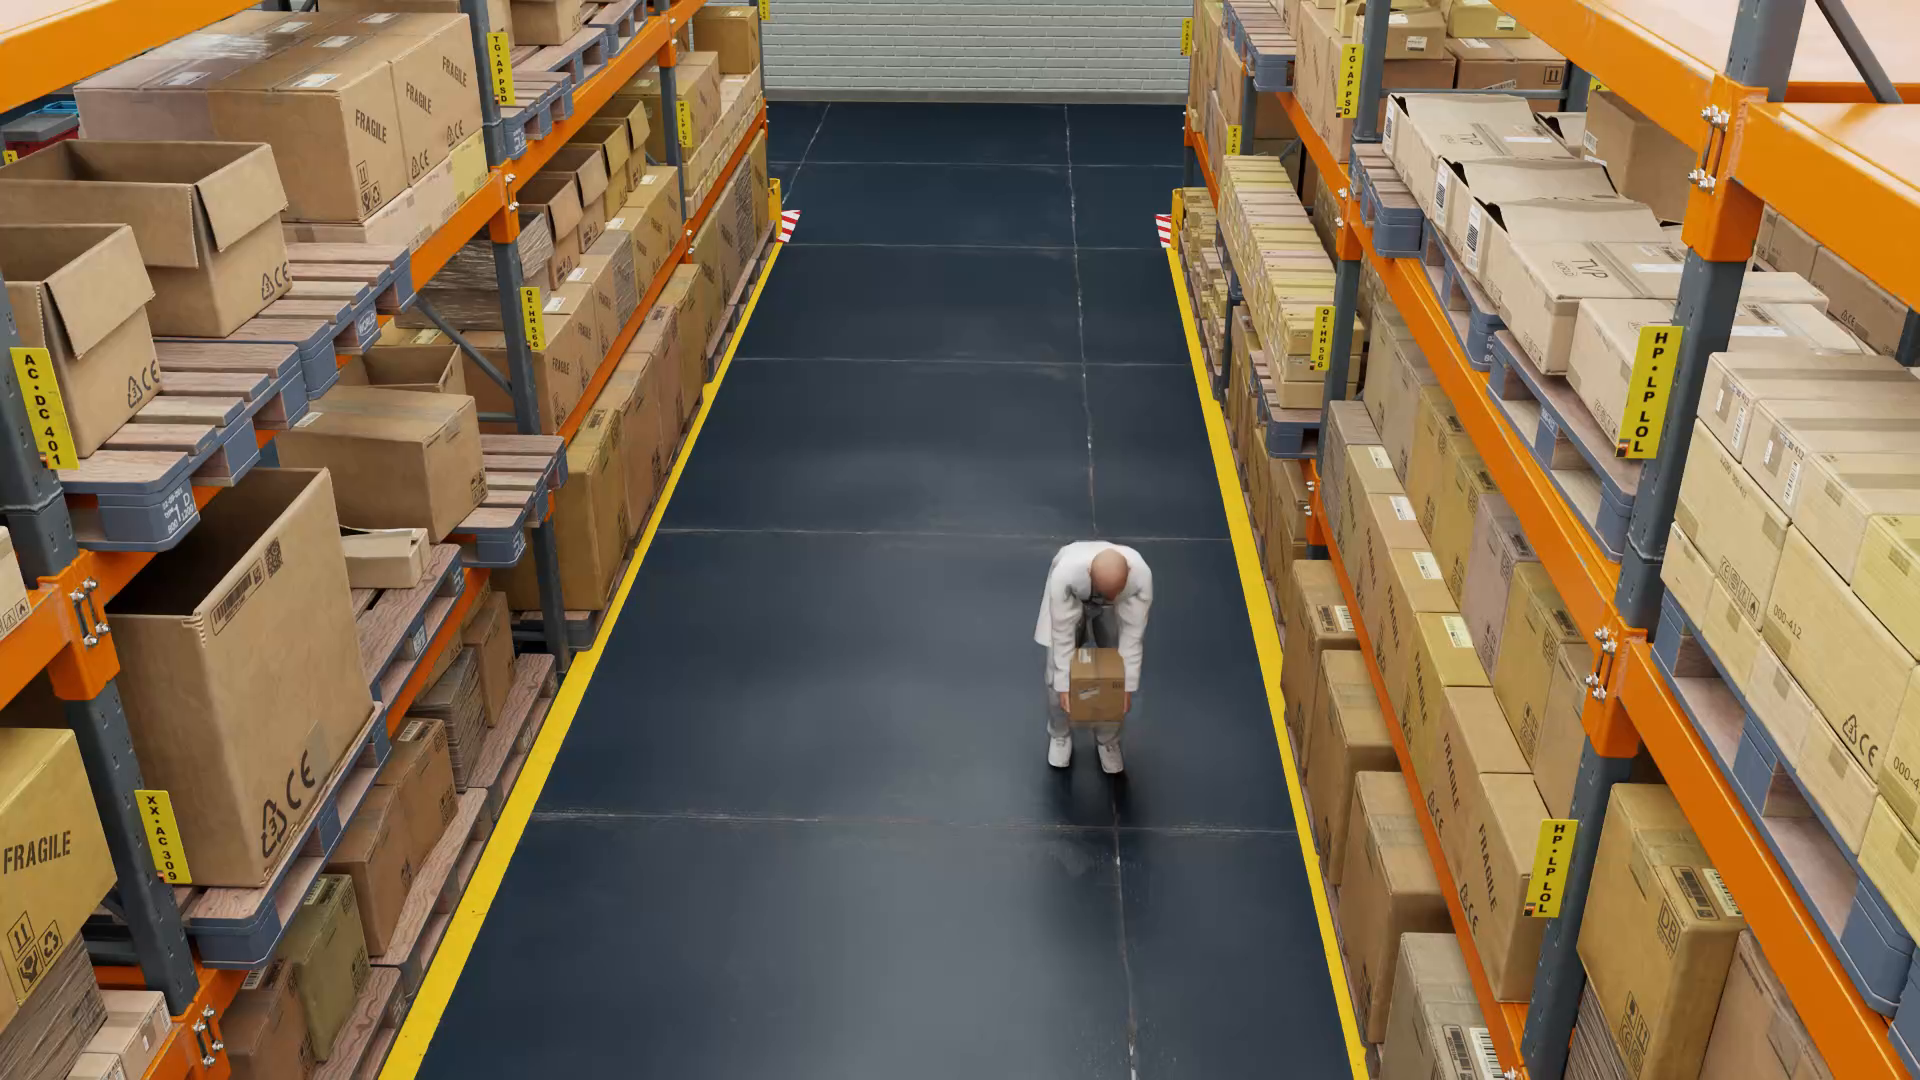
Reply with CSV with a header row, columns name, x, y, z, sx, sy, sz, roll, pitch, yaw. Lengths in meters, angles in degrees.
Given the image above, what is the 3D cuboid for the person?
name,x,y,z,sx,sy,sz,roll,pitch,yaw
person,0.640,0.531,8.010,0.552,1.421,0.858,0,28,-1
